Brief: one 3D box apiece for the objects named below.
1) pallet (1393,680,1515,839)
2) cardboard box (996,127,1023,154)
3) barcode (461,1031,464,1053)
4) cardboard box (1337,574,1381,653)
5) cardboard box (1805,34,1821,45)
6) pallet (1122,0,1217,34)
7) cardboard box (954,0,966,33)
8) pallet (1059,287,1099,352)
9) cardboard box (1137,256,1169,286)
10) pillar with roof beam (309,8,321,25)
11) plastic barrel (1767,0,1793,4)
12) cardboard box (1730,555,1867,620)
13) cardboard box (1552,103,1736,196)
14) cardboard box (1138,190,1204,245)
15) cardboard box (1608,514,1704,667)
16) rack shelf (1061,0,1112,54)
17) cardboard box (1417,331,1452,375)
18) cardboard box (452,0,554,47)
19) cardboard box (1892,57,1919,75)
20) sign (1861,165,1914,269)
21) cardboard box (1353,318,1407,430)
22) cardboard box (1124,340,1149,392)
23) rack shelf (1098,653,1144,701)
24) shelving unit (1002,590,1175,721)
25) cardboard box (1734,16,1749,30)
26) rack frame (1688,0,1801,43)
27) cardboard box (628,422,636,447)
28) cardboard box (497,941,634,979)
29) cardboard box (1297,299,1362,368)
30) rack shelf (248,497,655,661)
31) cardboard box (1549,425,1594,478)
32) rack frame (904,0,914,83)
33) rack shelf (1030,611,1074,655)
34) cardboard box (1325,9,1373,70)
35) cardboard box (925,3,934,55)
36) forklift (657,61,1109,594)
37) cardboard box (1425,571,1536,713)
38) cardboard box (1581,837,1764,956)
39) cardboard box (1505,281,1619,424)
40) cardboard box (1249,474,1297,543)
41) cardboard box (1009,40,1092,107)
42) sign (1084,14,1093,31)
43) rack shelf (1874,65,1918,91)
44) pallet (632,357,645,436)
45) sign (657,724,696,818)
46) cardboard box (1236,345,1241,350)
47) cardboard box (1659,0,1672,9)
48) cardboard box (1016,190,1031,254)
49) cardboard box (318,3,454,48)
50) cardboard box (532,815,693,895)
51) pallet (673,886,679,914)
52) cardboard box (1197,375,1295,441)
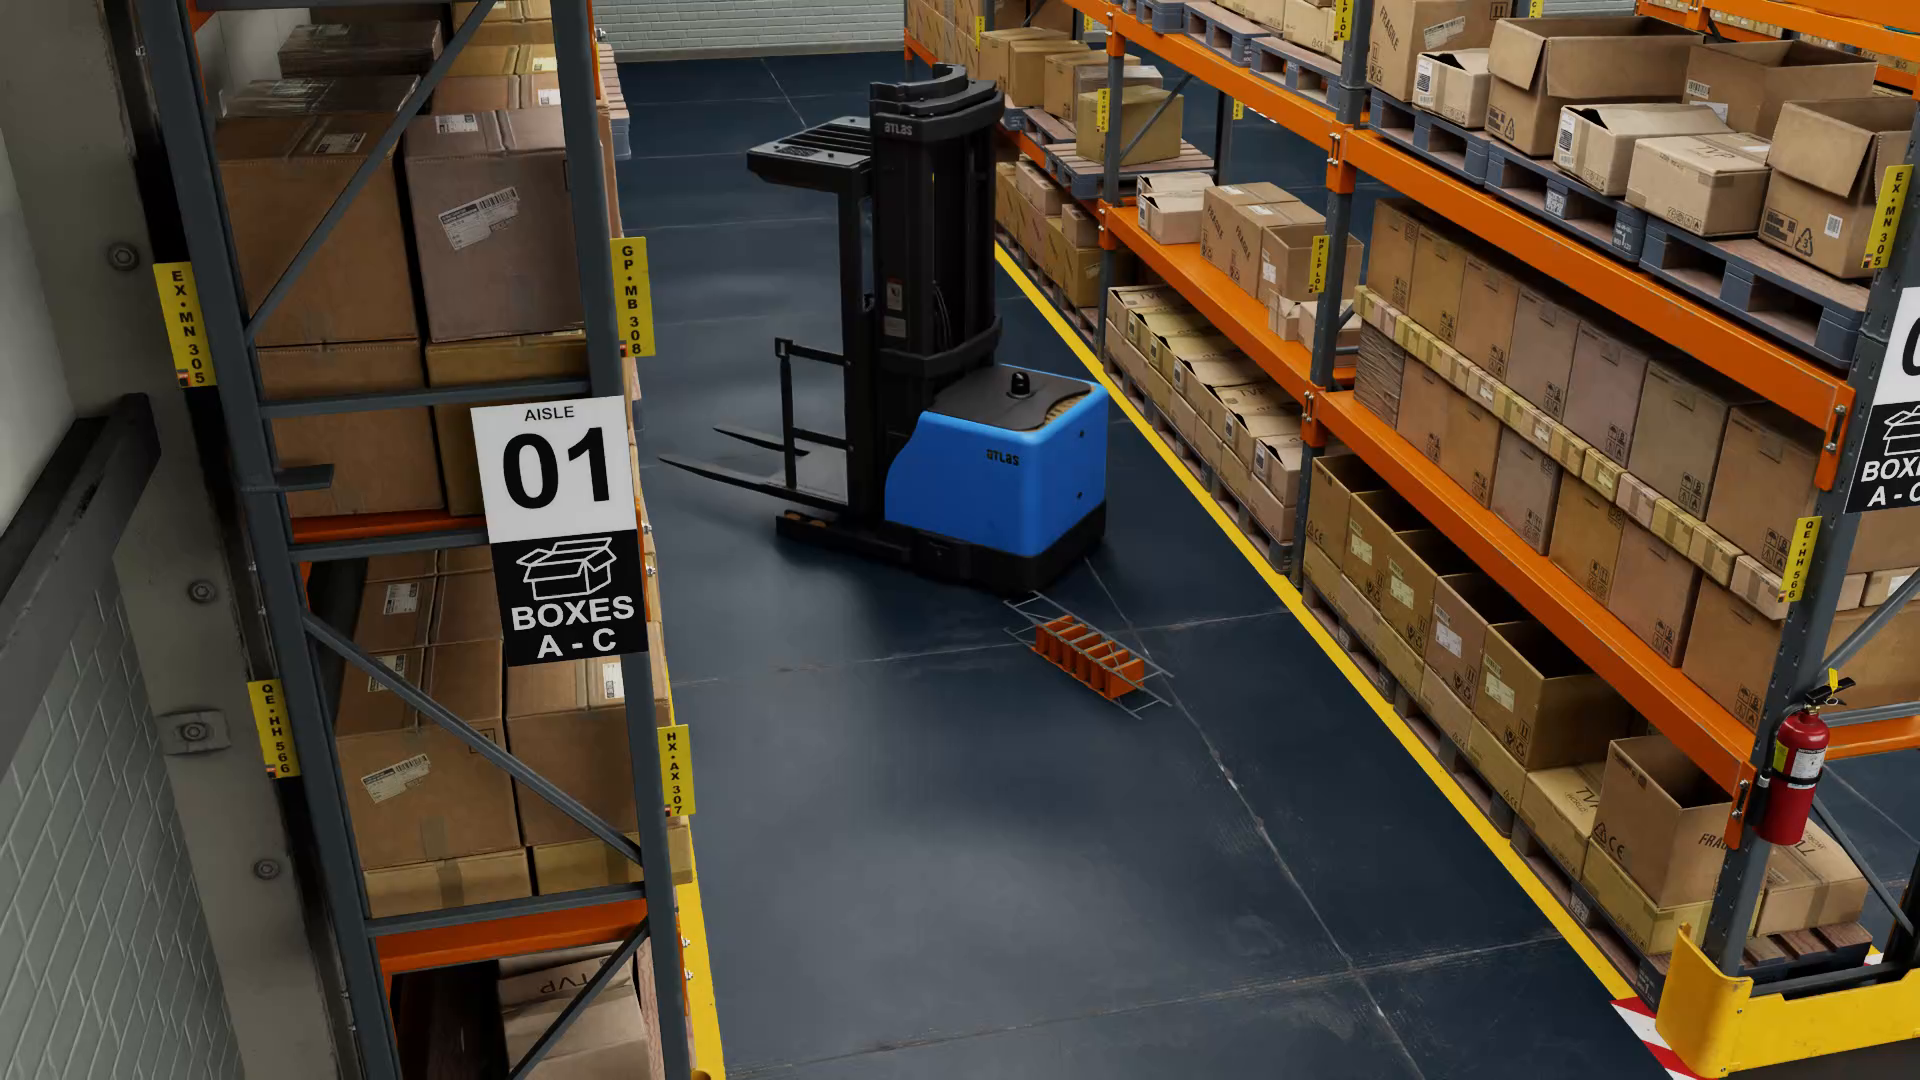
[{"bbox_3d":[2.946,1.021,8.492,1.003,0.211,1.213,-6,27,-12],"label":"pallet"},{"bbox_3d":[0.298,-4.532,18.682,0.797,0.503,0.637,-6,27,-12],"label":"cardboard box"},{"bbox_3d":[-1.857,1.867,6.208,0.001,0.075,0.075,-6,27,-12],"label":"barcode"},{"bbox_3d":[2.446,0.381,9.252,0.500,0.250,0.500,-6,27,-12],"label":"cardboard box"},{"bbox_3d":[9.932,-5.731,19.055,0.380,0.149,0.250,-5,27,-11],"label":"cardboard box"},{"bbox_3d":[1.868,-3.835,11.901,1.213,0.211,1.003,-5,27,-9],"label":"pallet"},{"bbox_3d":[0.242,-5.537,17.170,0.500,0.500,0.500,-6,27,-13],"label":"cardboard box"},{"bbox_3d":[1.496,-1.956,14.392,1.003,0.211,1.213,-6,27,-12],"label":"pallet"},{"bbox_3d":[1.803,-2.179,14.024,0.500,0.500,0.500,-5,27,-9],"label":"cardboard box"},{"bbox_3d":[0.447,-4.822,10.316,9.100,9.000,0.400,-6,27,-12],"label":"pillar with roof beam"},{"bbox_3d":[6.428,-4.551,12.553,0.600,0.901,0.600,0,27,0],"label":"plastic barrel"},{"bbox_3d":[3.159,0.160,6.273,0.380,0.149,0.250,-6,27,-12],"label":"cardboard box"},{"bbox_3d":[2.789,-1.630,6.798,0.500,0.311,0.500,-3,27,-6],"label":"cardboard box"},{"bbox_3d":[1.640,-2.417,12.309,0.500,0.311,0.500,-6,27,-12],"label":"cardboard box"},{"bbox_3d":[3.215,0.162,6.990,0.700,0.500,0.500,-5,27,-10],"label":"cardboard box"},{"bbox_3d":[1.177,-4.765,14.332,1.077,0.370,4.000,-6,27,-12],"label":"rack shelf"},{"bbox_3d":[2.578,-0.972,8.516,0.380,0.149,0.250,-6,27,-12],"label":"cardboard box"},{"bbox_3d":[-1.658,-1.788,6.391,0.500,0.500,0.500,-7,28,-13],"label":"cardboard box"},{"bbox_3d":[10.353,-5.227,17.665,0.500,0.500,0.500,-6,27,-12],"label":"cardboard box"},{"bbox_3d":[2.899,-1.008,5.193,0.100,0.325,0.005,-6,27,-12],"label":"sign"},{"bbox_3d":[2.635,-0.964,9.220,0.700,0.500,0.500,-7,28,-13],"label":"cardboard box"},{"bbox_3d":[1.574,-1.349,12.680,0.500,0.250,0.500,-7,28,-13],"label":"cardboard box"},{"bbox_3d":[0.883,0.741,9.067,0.258,0.180,0.103,-18,32,-32],"label":"rack shelf"},{"bbox_3d":[0.696,0.627,9.294,0.258,0.189,1.200,-18,32,-32],"label":"shelving unit"},{"bbox_3d":[9.644,-6.294,20.170,0.380,0.149,0.250,-6,27,-11],"label":"cardboard box"},{"bbox_3d":[6.454,-3.371,14.100,1.000,3.000,0.127,-6,27,-12],"label":"rack frame"},{"bbox_3d":[-1.667,-0.269,7.266,0.500,0.500,0.500,-7,28,-13],"label":"cardboard box"},{"bbox_3d":[-1.592,1.588,6.771,0.500,0.311,0.500,-4,27,-7],"label":"cardboard box"},{"bbox_3d":[2.376,-1.258,10.080,0.500,0.250,0.500,-4,27,-8],"label":"cardboard box"},{"bbox_3d":[-1.846,-0.749,6.374,1.077,0.370,4.000,-6,27,-12],"label":"rack shelf"},{"bbox_3d":[2.866,-0.408,7.399,0.380,0.149,0.250,-5,27,-10],"label":"cardboard box"},{"bbox_3d":[-0.175,-6.382,20.064,1.000,3.000,0.127,-6,27,-12],"label":"rack frame"},{"bbox_3d":[0.527,0.523,9.498,0.258,0.180,0.103,-18,32,-32],"label":"rack shelf"},{"bbox_3d":[2.400,-2.845,9.428,0.500,0.250,0.500,-3,27,-6],"label":"cardboard box"},{"bbox_3d":[-0.100,-5.758,18.718,0.500,0.500,0.500,-6,27,-12],"label":"cardboard box"},{"bbox_3d":[-0.599,-1.460,10.390,3.031,2.935,1.130,15,30,27],"label":"forklift"},{"bbox_3d":[2.669,0.485,8.213,0.500,0.500,0.500,-6,27,-12],"label":"cardboard box"},{"bbox_3d":[3.022,1.477,7.080,0.500,0.250,0.500,-6,27,-12],"label":"cardboard box"},{"bbox_3d":[2.975,-0.882,7.618,0.700,0.500,0.500,-6,27,-12],"label":"cardboard box"},{"bbox_3d":[2.153,-0.226,10.454,0.500,0.250,0.500,-6,27,-12],"label":"cardboard box"},{"bbox_3d":[0.832,-4.332,15.426,0.700,0.500,0.500,-2,27,-3],"label":"cardboard box"},{"bbox_3d":[1.266,-5.200,16.439,0.100,0.325,0.005,-6,27,-12],"label":"sign"},{"bbox_3d":[10.829,-4.431,16.998,1.077,0.370,4.000,-6,27,-12],"label":"rack shelf"},{"bbox_3d":[-2.327,-0.874,9.365,1.003,0.211,1.213,-6,27,-12],"label":"pallet"},{"bbox_3d":[-0.866,0.706,5.062,0.100,0.325,0.005,-6,27,-12],"label":"sign"},{"bbox_3d":[2.220,-1.426,12.208,0.500,0.311,0.500,-6,27,-12],"label":"cardboard box"},{"bbox_3d":[9.295,-6.972,21.513,0.380,0.149,0.250,-6,27,-12],"label":"cardboard box"},{"bbox_3d":[0.834,-3.016,15.682,0.500,0.500,0.500,-6,27,-11],"label":"cardboard box"},{"bbox_3d":[-2.464,-2.204,7.215,0.500,0.500,0.500,-5,27,-11],"label":"cardboard box"},{"bbox_3d":[-1.196,0.959,5.666,0.500,0.250,0.500,-7,28,-13],"label":"cardboard box"},{"bbox_3d":[-1.832,1.464,7.615,1.003,0.211,1.213,-6,27,-12],"label":"pallet"},{"bbox_3d":[1.925,-0.920,11.206,0.500,0.311,0.500,-6,27,-12],"label":"cardboard box"}]
